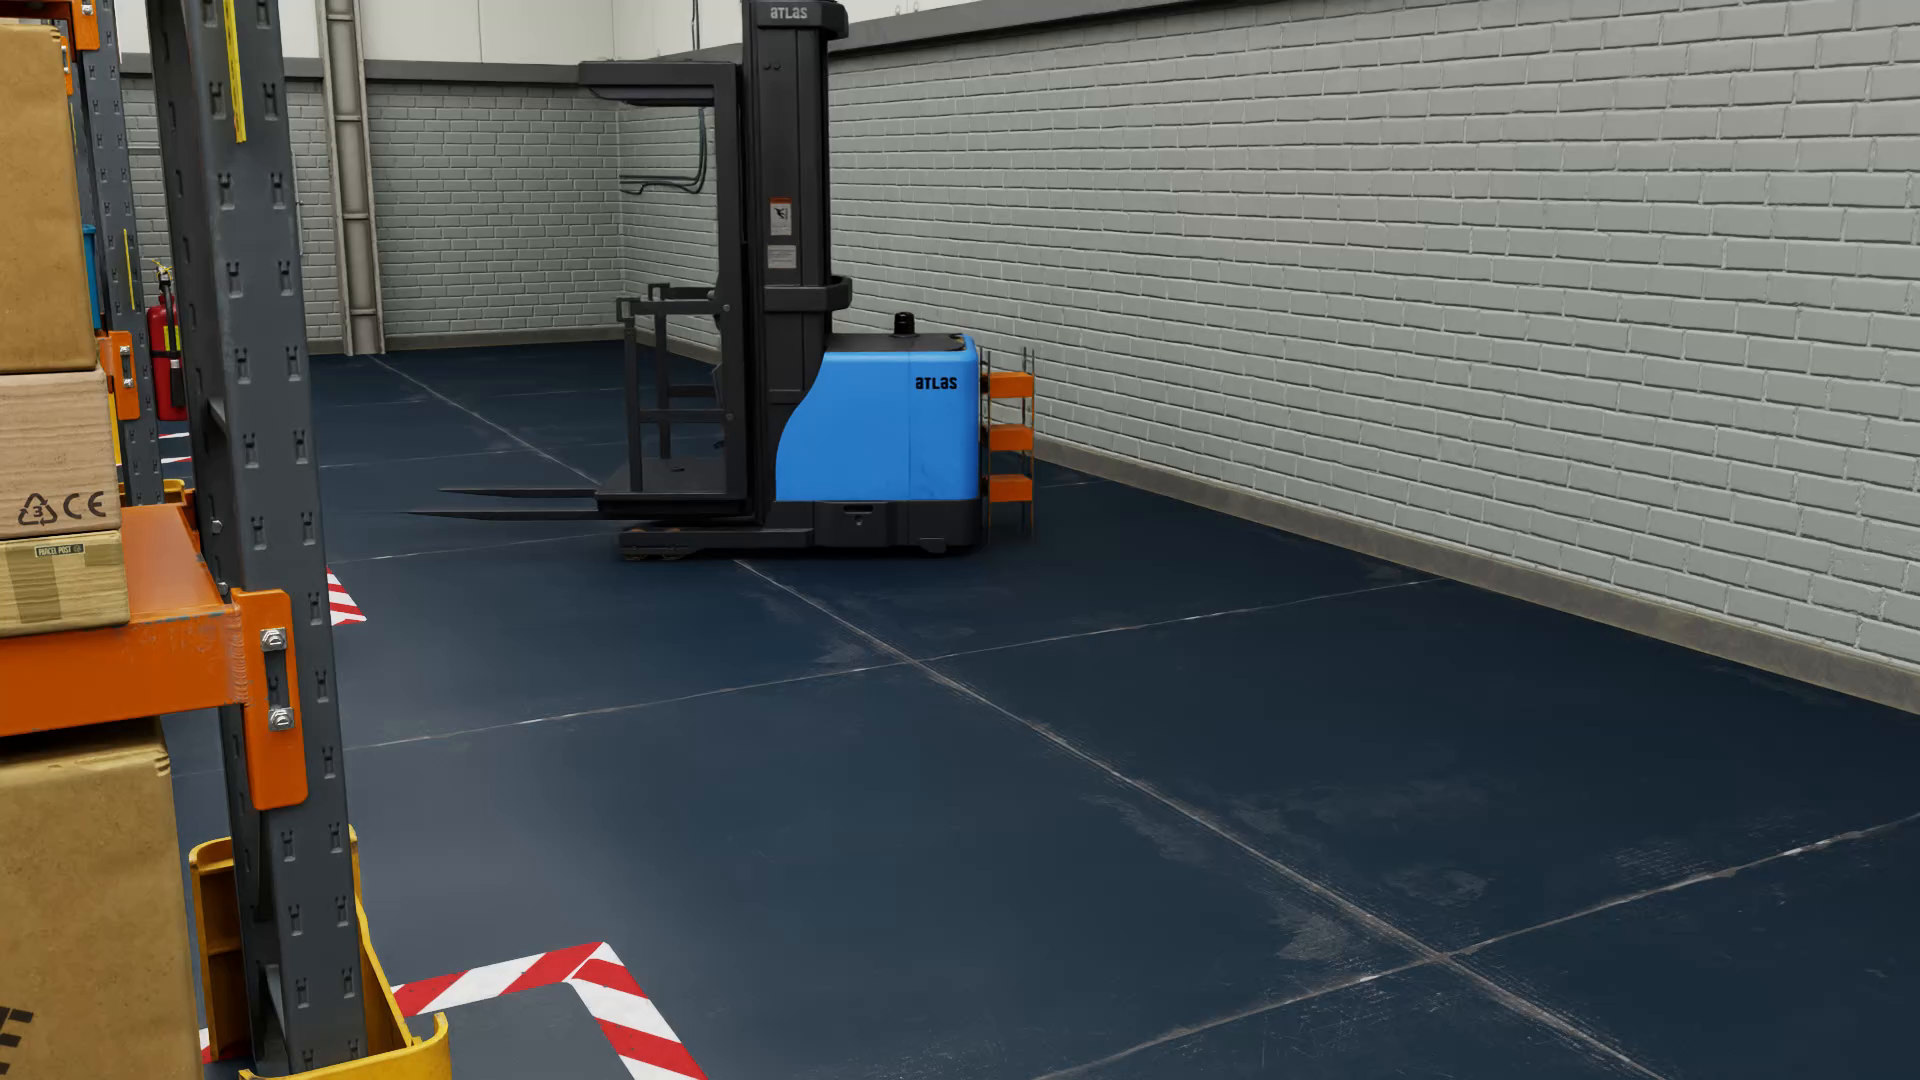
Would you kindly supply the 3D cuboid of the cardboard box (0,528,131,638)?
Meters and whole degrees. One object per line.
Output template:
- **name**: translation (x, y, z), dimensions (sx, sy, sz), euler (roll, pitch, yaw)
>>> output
- **cardboard box**: translation (-1.495, 0.035, 2.694), dimensions (0.250, 0.149, 0.380), euler (-7, 14, -27)

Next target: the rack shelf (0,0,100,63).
- **rack shelf**: translation (-5.469, -2.045, 6.171), dimensions (4.000, 0.370, 1.077), euler (-7, 14, -28)

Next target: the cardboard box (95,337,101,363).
- **cardboard box**: translation (-1.891, -0.262, 3.106), dimensions (0.500, 0.250, 0.500), euler (-7, 15, -29)

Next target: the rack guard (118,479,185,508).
- **rack guard**: translation (-3.699, 0.071, 7.653), dimensions (0.348, 0.500, 1.175), euler (-7, 14, -28)

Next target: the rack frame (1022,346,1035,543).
- **rack frame**: translation (0.370, -0.516, 9.010), dimensions (0.008, 1.050, 0.200), euler (-3, 13, -13)

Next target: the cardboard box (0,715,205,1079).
- **cardboard box**: translation (-1.864, 0.726, 2.935), dimensions (0.875, 0.875, 0.875), euler (-7, 14, -28)

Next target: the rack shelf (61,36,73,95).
- **rack shelf**: translation (-7.839, -3.000, 10.415), dimensions (4.000, 0.370, 1.077), euler (-7, 14, -28)

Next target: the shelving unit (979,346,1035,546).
- **shelving unit**: translation (0.251, -0.510, 8.983), dimensions (0.252, 1.050, 0.215), euler (-3, 13, -13)

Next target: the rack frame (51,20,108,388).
- **rack frame**: translation (-6.084, -2.098, 11.600), dimensions (0.127, 3.000, 1.000), euler (-7, 14, -28)

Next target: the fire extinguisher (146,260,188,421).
- **fire extinguisher**: translation (-3.363, -0.852, 7.087), dimensions (0.183, 0.674, 0.296), euler (-7, 14, -28)

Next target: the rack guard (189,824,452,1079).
- **rack guard**: translation (-1.319, 1.028, 3.401), dimensions (0.348, 0.500, 1.175), euler (-7, 14, -28)

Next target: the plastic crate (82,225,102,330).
- **plastic crate**: translation (-3.918, -1.118, 7.029), dimensions (0.499, 0.435, 0.616), euler (-7, 14, -28)

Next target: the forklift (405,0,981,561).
- **forklift**: translation (-1.414, -1.439, 8.829), dimensions (3.031, 2.935, 1.130), euler (0, 13, -1)

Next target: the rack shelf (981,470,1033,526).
- **rack shelf**: translation (0.251, -0.228, 9.046), dimensions (0.240, 0.259, 0.215), euler (-3, 13, -13)

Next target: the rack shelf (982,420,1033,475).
- **rack shelf**: translation (0.251, -0.499, 8.985), dimensions (0.240, 0.259, 0.215), euler (-3, 13, -13)

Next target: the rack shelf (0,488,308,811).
- **rack shelf**: translation (-3.096, 0.373, 2.259), dimensions (4.000, 0.370, 1.077), euler (-7, 14, -28)

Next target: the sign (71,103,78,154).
- **sign**: translation (-5.835, -2.708, 10.953), dimensions (0.005, 0.325, 0.100), euler (-7, 14, -28)

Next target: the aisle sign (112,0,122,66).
- **aisle sign**: translation (-3.510, -2.362, 6.854), dimensions (0.004, 0.787, 0.394), euler (-7, 14, -28)

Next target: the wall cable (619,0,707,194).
- **wall cable**: translation (-3.325, -4.990, 17.860), dimensions (0.112, 2.526, 3.097), euler (-7, 14, -28)

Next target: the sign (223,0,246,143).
- **sign**: translation (-1.093, -0.763, 2.491), dimensions (0.005, 0.325, 0.100), euler (-7, 14, -28)

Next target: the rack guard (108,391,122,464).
- **rack guard**: translation (-6.150, -0.871, 11.839), dimensions (0.348, 0.500, 1.175), euler (-7, 14, -28)

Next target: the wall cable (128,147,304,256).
- **wall cable**: translation (-7.790, -3.865, 17.137), dimensions (1.851, 1.984, 0.084), euler (-7, 14, -28)

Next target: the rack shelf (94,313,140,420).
- **rack shelf**: translation (-5.469, -0.582, 6.500), dimensions (4.000, 0.370, 1.077), euler (-7, 14, -28)

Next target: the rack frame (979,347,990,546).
- **rack frame**: translation (0.132, -0.504, 8.956), dimensions (0.008, 1.050, 0.200), euler (-3, 13, -13)

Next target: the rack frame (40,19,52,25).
- **rack frame**: translation (-8.460, -5.979, 15.181), dimensions (0.127, 3.000, 1.000), euler (-7, 14, -28)

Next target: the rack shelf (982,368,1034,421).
- **rack shelf**: translation (0.251, -0.776, 8.923), dimensions (0.240, 0.259, 0.215), euler (-3, 13, -13)

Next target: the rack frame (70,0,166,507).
- **rack frame**: translation (-3.714, -1.143, 7.356), dimensions (0.127, 3.000, 1.000), euler (-7, 14, -28)

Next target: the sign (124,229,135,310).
- **sign**: translation (-3.436, -1.118, 6.875), dimensions (0.005, 0.325, 0.100), euler (-7, 14, -28)

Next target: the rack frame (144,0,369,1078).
- **rack frame**: translation (-1.340, -0.189, 3.115), dimensions (0.127, 3.000, 1.000), euler (-7, 14, -28)

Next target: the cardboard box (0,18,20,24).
- **cardboard box**: translation (-6.408, -3.383, 10.821), dimensions (0.500, 0.250, 0.500), euler (-7, 14, -28)

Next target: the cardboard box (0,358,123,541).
- **cardboard box**: translation (-1.639, -0.158, 2.645), dimensions (0.500, 0.250, 0.500), euler (-7, 15, -29)

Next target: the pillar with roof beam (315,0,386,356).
- **pillar with roof beam**: translation (-4.442, -5.600, 13.498), dimensions (0.400, 9.000, 9.100), euler (-7, 14, -28)

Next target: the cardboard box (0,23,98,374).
- **cardboard box**: translation (-1.642, -0.524, 2.564), dimensions (0.500, 0.500, 0.500), euler (-7, 14, -27)
